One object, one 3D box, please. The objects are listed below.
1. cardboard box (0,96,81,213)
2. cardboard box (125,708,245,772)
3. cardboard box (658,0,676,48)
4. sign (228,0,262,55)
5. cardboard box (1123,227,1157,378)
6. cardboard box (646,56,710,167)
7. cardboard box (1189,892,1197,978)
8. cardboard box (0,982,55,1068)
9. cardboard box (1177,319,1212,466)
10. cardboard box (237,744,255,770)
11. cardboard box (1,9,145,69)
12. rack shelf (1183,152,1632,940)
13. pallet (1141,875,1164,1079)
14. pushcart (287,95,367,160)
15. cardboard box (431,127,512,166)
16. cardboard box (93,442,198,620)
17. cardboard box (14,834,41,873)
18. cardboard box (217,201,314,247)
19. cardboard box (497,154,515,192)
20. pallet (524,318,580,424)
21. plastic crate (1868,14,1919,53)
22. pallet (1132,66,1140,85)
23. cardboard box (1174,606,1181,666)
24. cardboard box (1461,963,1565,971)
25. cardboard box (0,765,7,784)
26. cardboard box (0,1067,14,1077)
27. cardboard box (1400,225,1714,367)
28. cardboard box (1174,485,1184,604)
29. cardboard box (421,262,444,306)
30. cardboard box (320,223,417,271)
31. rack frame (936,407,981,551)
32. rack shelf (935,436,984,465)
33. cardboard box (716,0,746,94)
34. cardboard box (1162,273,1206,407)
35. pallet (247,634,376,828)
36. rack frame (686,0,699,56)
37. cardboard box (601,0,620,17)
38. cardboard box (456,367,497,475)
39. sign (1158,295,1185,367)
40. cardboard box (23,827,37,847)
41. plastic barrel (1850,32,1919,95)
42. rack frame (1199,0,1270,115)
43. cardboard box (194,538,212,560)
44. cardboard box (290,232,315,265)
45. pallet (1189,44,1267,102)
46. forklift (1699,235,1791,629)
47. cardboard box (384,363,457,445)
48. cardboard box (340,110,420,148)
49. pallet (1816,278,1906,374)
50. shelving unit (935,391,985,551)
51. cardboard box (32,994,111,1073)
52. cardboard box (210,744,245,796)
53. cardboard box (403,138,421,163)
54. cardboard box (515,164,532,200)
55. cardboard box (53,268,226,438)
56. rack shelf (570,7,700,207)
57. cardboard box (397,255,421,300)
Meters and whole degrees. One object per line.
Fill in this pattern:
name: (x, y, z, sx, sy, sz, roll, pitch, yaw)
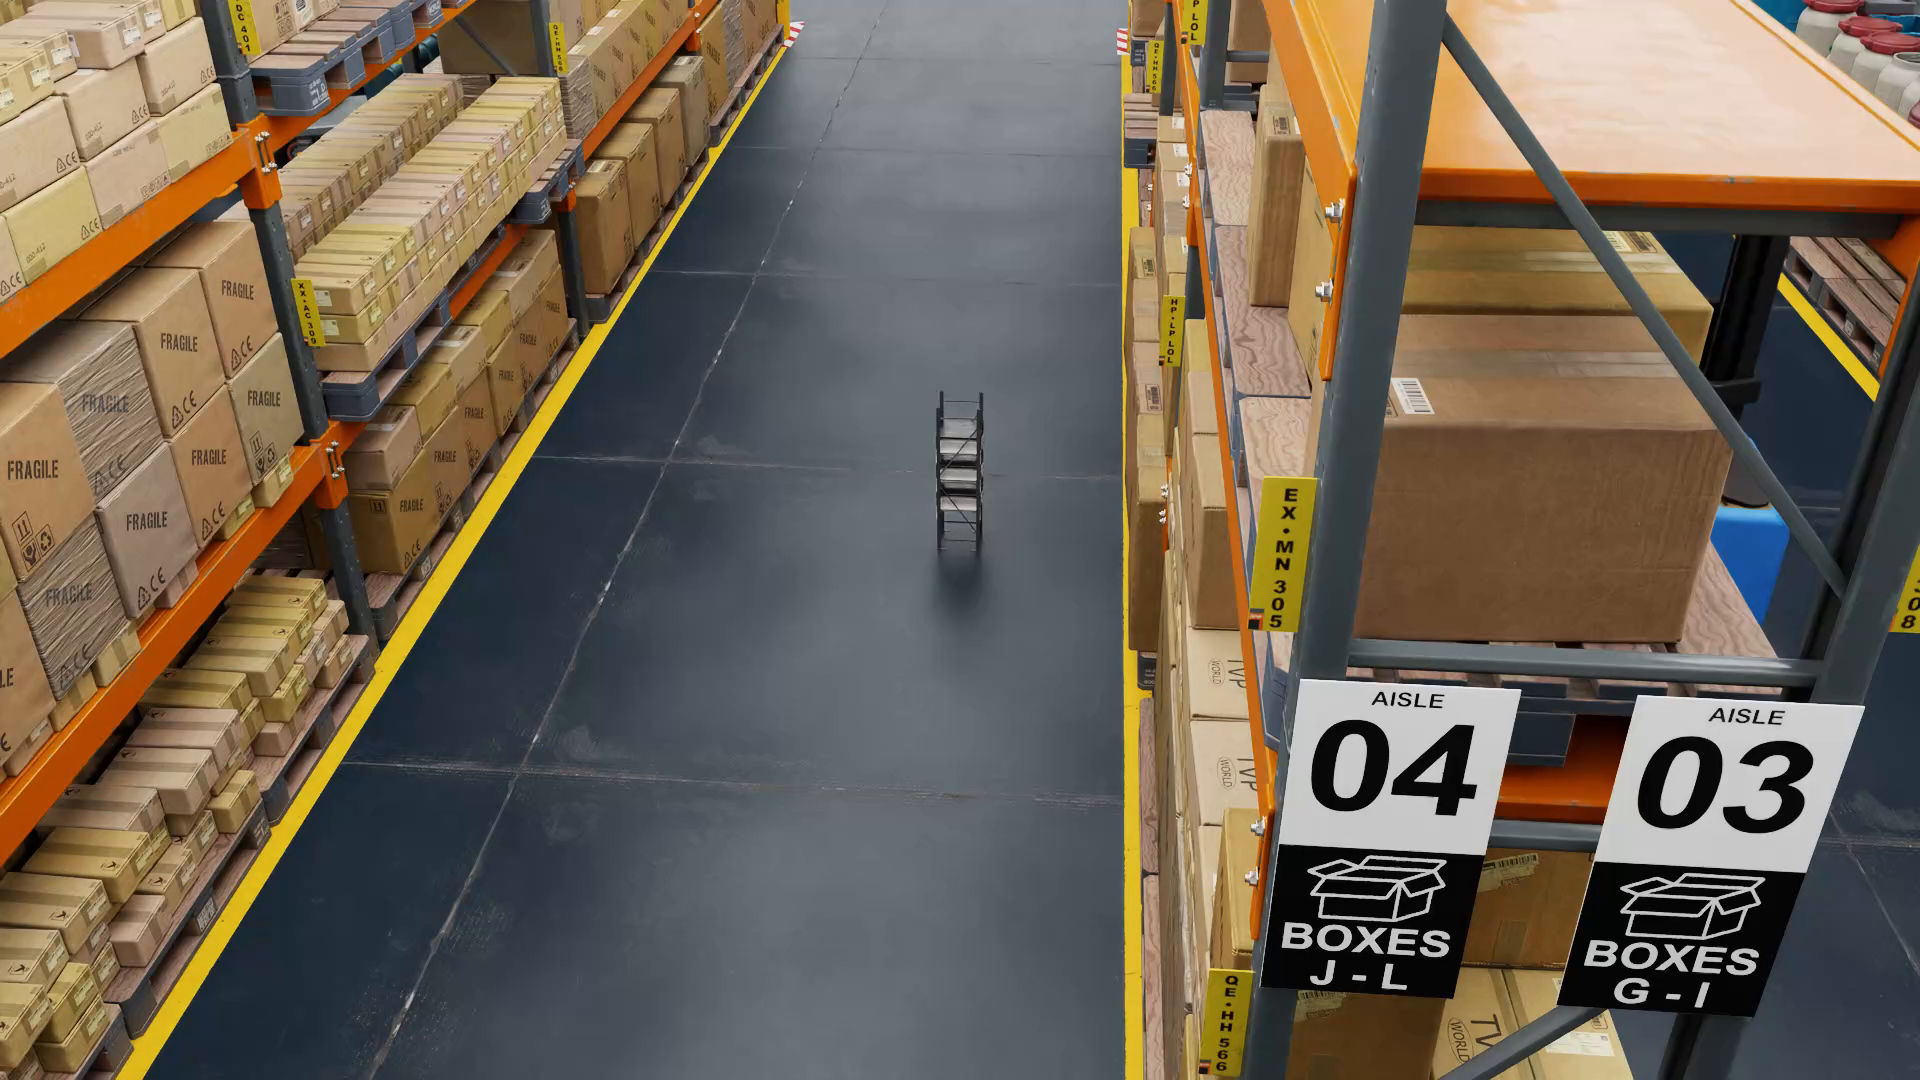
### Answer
cardboard box: (-3.364, -1.306, 5.597, 0.500, 0.250, 0.500, 4, 32, 6)
cardboard box: (-3.281, 0.846, 7.048, 0.380, 0.149, 0.250, 1, 32, 2)
cardboard box: (-2.654, -4.353, 13.640, 0.500, 0.500, 0.500, 2, 32, 3)
sign: (-2.947, -2.154, 6.815, 0.100, 0.325, 0.005, 2, 32, 4)
cardboard box: (1.696, -1.417, 10.596, 1.225, 0.875, 0.875, 1, 32, 2)
cardboard box: (-2.798, -3.752, 14.503, 1.050, 0.750, 0.750, 2, 32, 4)
cardboard box: (0.885, 1.189, 4.982, 0.380, 0.149, 0.250, 3, 32, 5)
cardboard box: (-3.382, 1.662, 5.724, 0.380, 0.149, 0.250, 2, 32, 4)
cardboard box: (1.153, -0.554, 6.715, 0.500, 0.500, 0.500, 2, 32, 4)
cardboard box: (-3.385, 0.984, 7.391, 0.380, 0.149, 0.250, 2, 32, 3)
cardboard box: (-3.230, -1.828, 6.065, 0.380, 0.149, 0.250, 2, 32, 4)
rack shelf: (1.284, -0.336, 5.044, 1.077, 0.370, 4.000, 2, 32, 4)
pallet: (1.211, 1.810, 6.393, 1.003, 0.211, 1.213, 2, 32, 4)
pushcart: (-5.502, -3.830, 15.386, 1.648, 0.377, 0.936, -8, 33, -13)
cardboard box: (-2.833, -2.283, 9.648, 0.380, 0.149, 0.250, 2, 32, 4)
cardboard box: (-3.331, -0.049, 6.372, 0.500, 0.500, 0.500, 2, 32, 4)
cardboard box: (-3.951, 1.214, 6.735, 0.380, 0.149, 0.250, 3, 32, 4)
cardboard box: (-3.585, -1.632, 8.592, 0.380, 0.149, 0.250, 2, 32, 4)
cardboard box: (-2.831, -2.150, 9.716, 0.380, 0.149, 0.250, 2, 32, 4)
pallet: (-3.227, -1.172, 11.231, 1.003, 0.211, 1.213, 2, 32, 4)
plastic crate: (7.255, -3.786, 12.830, 0.392, 0.384, 0.575, 2, 32, 4)
pallet: (2.317, -5.036, 17.501, 1.003, 0.211, 1.213, 2, 32, 4)
cardboard box: (1.009, 0.382, 6.290, 0.380, 0.149, 0.250, 2, 32, 3)
cardboard box: (1.466, 1.106, 4.736, 0.500, 0.250, 0.500, 2, 32, 3)
cardboard box: (-3.475, 0.812, 5.594, 0.380, 0.149, 0.250, 2, 32, 3)
cardboard box: (-3.505, 1.788, 5.803, 0.380, 0.149, 0.250, 3, 32, 5)
cardboard box: (1.276, -0.424, 3.909, 0.700, 0.500, 0.500, 1, 32, 2)
cardboard box: (1.102, 0.020, 6.498, 0.500, 0.250, 0.500, 2, 32, 4)
cardboard box: (-2.935, -1.341, 8.687, 0.380, 0.149, 0.250, 3, 32, 4)
cardboard box: (-2.957, -1.468, 8.325, 0.380, 0.149, 0.250, 3, 32, 4)
rack frame: (-0.009, -0.326, 9.201, 0.240, 0.900, 0.006, 2, 32, 4)
rack shelf: (-0.001, -0.504, 9.210, 0.258, 0.077, 0.200, 2, 32, 4)
cardboard box: (-2.646, -4.931, 16.298, 0.875, 0.875, 0.875, 3, 32, 4)
cardboard box: (1.260, -0.969, 8.148, 0.500, 0.500, 0.500, 3, 32, 6)
pallet: (-3.507, 0.864, 7.928, 1.003, 0.211, 1.213, 2, 32, 4)
rack frame: (-2.837, -4.859, 14.556, 1.000, 3.000, 0.127, 2, 32, 4)
cardboard box: (-2.995, -4.270, 12.552, 0.700, 0.500, 0.500, 2, 32, 3)
cardboard box: (-3.093, -0.717, 9.817, 0.500, 0.500, 0.500, 3, 32, 5)
sign: (0.906, -0.889, 7.085, 0.100, 0.325, 0.005, 2, 32, 4)
cardboard box: (-3.875, 1.093, 6.648, 0.380, 0.149, 0.250, 3, 32, 4)
plastic barrel: (6.644, -3.340, 11.962, 0.433, 0.535, 0.433, 0, 32, 0)
rack frame: (1.447, -2.965, 5.765, 1.000, 3.000, 0.127, 2, 32, 4)
cardboard box: (-3.361, -0.001, 6.913, 0.380, 0.149, 0.250, 2, 32, 3)
cardboard box: (-3.591, -1.502, 8.664, 0.380, 0.149, 0.250, 1, 32, 2)
pallet: (1.473, -2.088, 7.383, 0.805, 0.209, 1.217, 1, 32, 2)
forklift: (3.568, -1.249, 8.764, 1.130, 2.935, 3.031, 4, 32, 6)
cardboard box: (-3.124, -0.764, 9.178, 0.500, 0.250, 0.500, 3, 32, 5)
cardboard box: (-3.459, -2.452, 9.923, 0.380, 0.149, 0.250, 1, 32, 2)
pallet: (6.811, -1.508, 11.776, 1.003, 0.211, 1.213, 2, 32, 4)
shelving unit: (-0.001, -0.379, 9.287, 0.258, 0.900, 0.210, 2, 32, 4)
cardboard box: (-3.369, 1.791, 6.083, 0.380, 0.149, 0.250, 3, 32, 5)
cardboard box: (-3.330, 0.954, 7.156, 0.380, 0.149, 0.250, 3, 32, 5)
cardboard box: (-3.460, -2.309, 9.973, 0.380, 0.149, 0.250, 3, 32, 4)
cardboard box: (-2.811, -2.168, 10.028, 0.380, 0.149, 0.250, 2, 32, 3)
cardboard box: (-3.293, -0.743, 6.545, 0.500, 0.500, 0.500, 1, 32, 2)
rack shelf: (-2.999, -3.507, 13.048, 1.077, 0.370, 4.000, 2, 32, 4)
cardboard box: (-2.958, -1.332, 8.388, 0.380, 0.149, 0.250, 3, 32, 5)
